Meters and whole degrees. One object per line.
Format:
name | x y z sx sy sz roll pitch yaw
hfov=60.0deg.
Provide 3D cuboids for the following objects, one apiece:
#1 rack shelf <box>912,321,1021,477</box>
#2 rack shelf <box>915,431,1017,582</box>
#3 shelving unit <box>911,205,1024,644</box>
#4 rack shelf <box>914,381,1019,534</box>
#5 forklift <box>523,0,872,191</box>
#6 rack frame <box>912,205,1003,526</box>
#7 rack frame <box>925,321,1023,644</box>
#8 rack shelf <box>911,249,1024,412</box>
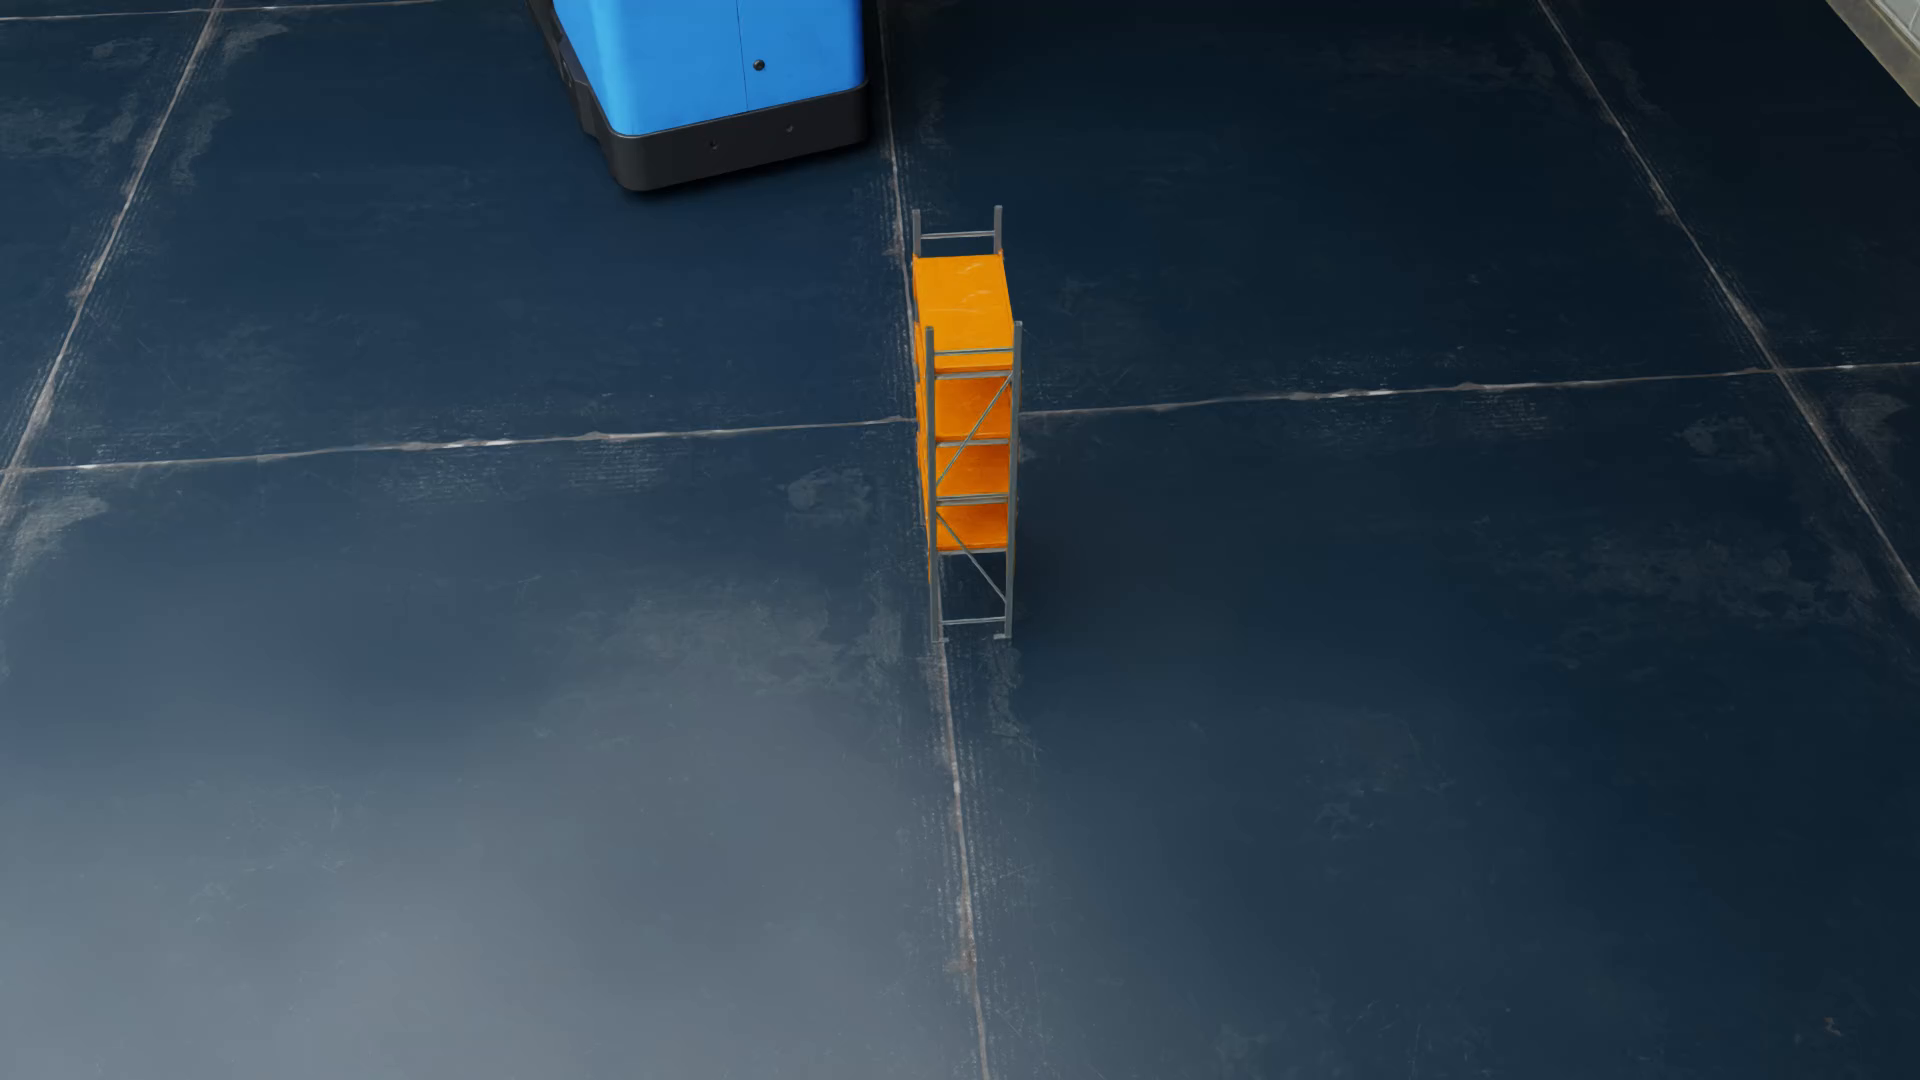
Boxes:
rack shelf | 0.014 -0.400 4.587 0.258 0.148 0.480 -3 47 -3
rack shelf | 0.014 -0.110 4.894 0.258 0.148 0.480 -3 47 -3
shelving unit | 0.014 -0.293 4.701 0.258 1.200 0.503 -3 47 -3
rack shelf | 0.014 -0.247 4.750 0.258 0.148 0.480 -3 47 -3
forklift | -1.385 -3.445 6.494 1.130 2.935 3.031 -17 49 -15
rack frame | -0.007 -0.469 4.868 0.240 1.200 0.015 -3 47 -3
rack frame | 0.034 -0.116 4.534 0.240 1.200 0.015 -3 47 -3
rack shelf | 0.014 -0.563 4.416 0.258 0.148 0.480 -3 47 -3
